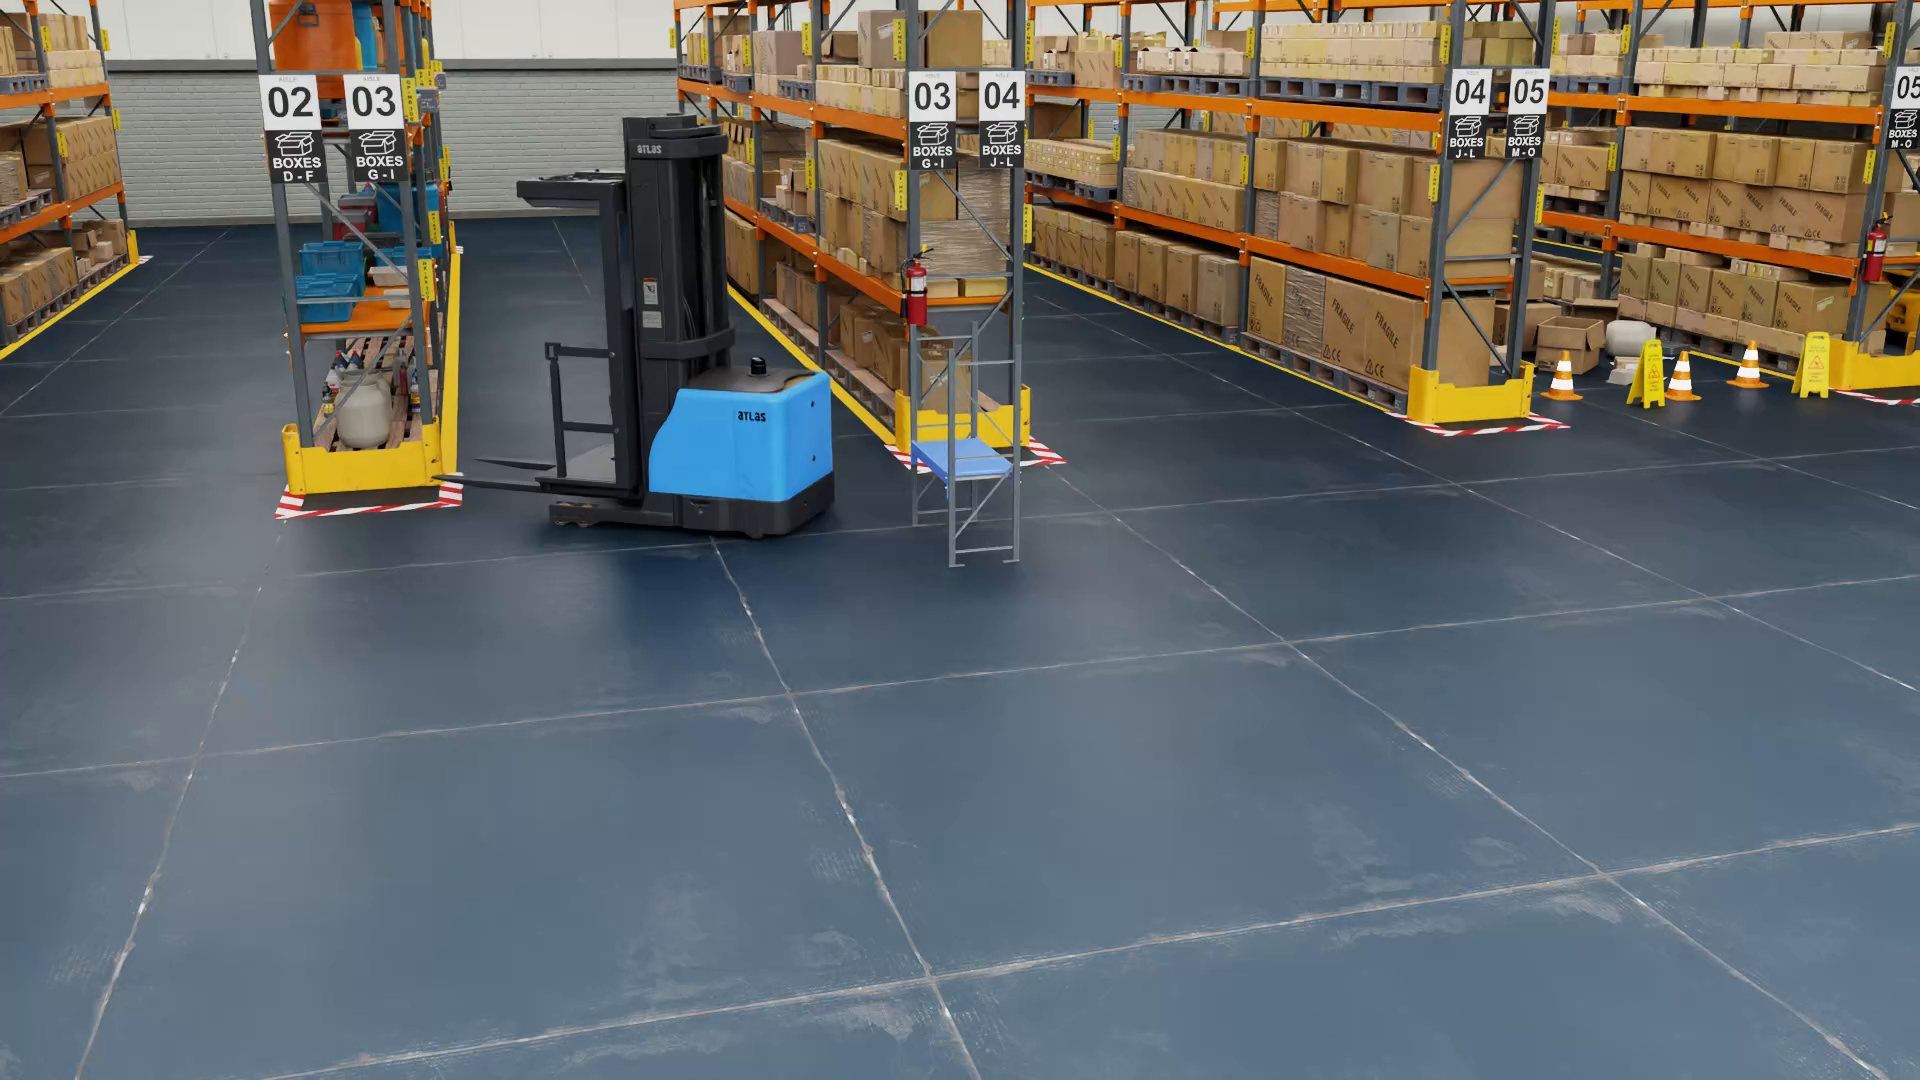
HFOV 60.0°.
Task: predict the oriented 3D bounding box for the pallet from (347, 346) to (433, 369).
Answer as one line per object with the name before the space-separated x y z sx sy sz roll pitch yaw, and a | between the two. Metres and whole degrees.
pallet | -6.069 -1.850 17.744 1.003 0.211 1.213 -5 17 -15

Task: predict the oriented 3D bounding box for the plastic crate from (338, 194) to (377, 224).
plastic crate | -6.765 -3.637 18.736 0.402 0.464 0.583 -5 17 -15

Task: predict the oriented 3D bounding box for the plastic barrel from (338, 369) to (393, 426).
plastic barrel | -5.109 -1.189 14.291 0.421 0.512 0.421 0 17 0

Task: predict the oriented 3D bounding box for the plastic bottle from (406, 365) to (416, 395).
plastic bottle | -5.180 -1.535 15.816 0.152 0.276 0.135 -4 17 -14

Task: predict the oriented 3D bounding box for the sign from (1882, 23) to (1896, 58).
sign | 9.035 -4.862 16.172 0.100 0.325 0.005 -5 17 -15

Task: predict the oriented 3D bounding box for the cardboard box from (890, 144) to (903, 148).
cardboard box | -0.390 -3.653 16.470 0.500 0.500 0.500 -5 17 -15

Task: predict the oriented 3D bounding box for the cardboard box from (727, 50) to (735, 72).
cardboard box | -3.037 -6.860 23.787 0.500 0.311 0.500 -5 18 -17

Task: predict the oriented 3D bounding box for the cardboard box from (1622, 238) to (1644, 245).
cardboard box | 11.389 -5.176 27.585 0.500 0.500 0.500 -5 18 -17

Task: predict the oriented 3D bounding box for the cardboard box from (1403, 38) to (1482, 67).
cardboard box | 4.439 -4.490 15.312 0.500 0.250 0.500 -4 17 -15

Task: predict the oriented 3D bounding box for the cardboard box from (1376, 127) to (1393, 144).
cardboard box | 6.703 -6.181 25.404 0.500 0.500 0.500 -5 17 -15

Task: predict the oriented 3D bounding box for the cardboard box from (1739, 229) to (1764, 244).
cardboard box | 8.847 -3.354 18.342 0.380 0.149 0.250 -5 17 -16

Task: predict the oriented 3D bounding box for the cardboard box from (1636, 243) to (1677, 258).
cardboard box | 8.354 -3.477 19.930 0.380 0.149 0.250 -4 17 -14

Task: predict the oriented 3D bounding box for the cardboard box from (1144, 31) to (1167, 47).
cardboard box | 2.656 -6.961 23.193 0.396 0.266 0.258 -5 17 -15

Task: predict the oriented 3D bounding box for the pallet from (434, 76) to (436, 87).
pallet | -7.032 -5.643 20.639 1.003 0.211 1.213 -5 17 -15

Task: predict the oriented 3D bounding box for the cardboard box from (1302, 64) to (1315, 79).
cardboard box | 3.798 -4.884 17.315 0.380 0.149 0.250 -5 17 -16

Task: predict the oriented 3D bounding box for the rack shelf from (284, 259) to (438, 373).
rack shelf | -5.266 -2.074 14.892 1.077 0.370 4.000 -5 17 -15

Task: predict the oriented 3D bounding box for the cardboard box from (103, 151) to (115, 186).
cardboard box | -13.347 -5.702 25.548 0.500 0.500 0.500 -5 17 -15

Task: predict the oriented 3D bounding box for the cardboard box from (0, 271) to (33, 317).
cardboard box | -11.679 -2.994 20.284 0.500 0.500 0.500 -5 18 -17

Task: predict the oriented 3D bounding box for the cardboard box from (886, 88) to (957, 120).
cardboard box | -0.331 -3.735 14.217 0.500 0.250 0.500 -4 17 -14

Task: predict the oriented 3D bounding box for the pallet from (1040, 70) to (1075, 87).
pallet | 1.900 -6.821 24.557 1.213 0.211 1.003 -5 17 -15

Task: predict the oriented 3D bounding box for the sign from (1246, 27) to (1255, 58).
sign | 3.224 -5.516 18.443 0.100 0.325 0.005 -5 17 -15

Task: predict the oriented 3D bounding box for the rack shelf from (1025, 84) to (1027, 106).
rack shelf | 0.995 -7.585 28.026 1.077 0.370 4.000 -5 17 -15

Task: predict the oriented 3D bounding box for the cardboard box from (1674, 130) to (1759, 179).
cardboard box | 8.618 -4.393 18.933 0.700 0.500 0.500 -5 17 -16

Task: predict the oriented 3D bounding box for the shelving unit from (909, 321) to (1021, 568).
shelving unit | 0.023 -0.695 11.658 0.538 1.500 1.048 -5 17 -15

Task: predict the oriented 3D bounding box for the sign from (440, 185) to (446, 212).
sign | -6.388 -4.201 20.441 0.100 0.325 0.005 -5 17 -15

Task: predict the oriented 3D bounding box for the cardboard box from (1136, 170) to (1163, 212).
cardboard box | 2.650 -4.595 21.863 0.500 0.500 0.500 -5 17 -16

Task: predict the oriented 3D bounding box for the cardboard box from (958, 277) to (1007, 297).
cardboard box | 0.196 -2.234 14.611 0.380 0.149 0.250 -5 17 -15

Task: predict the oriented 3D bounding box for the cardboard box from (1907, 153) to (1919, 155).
cardboard box | 13.175 -5.229 22.845 0.380 0.149 0.250 -5 17 -16

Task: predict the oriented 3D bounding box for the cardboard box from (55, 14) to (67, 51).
cardboard box | -13.093 -7.176 23.501 0.700 0.500 0.500 -5 17 -15

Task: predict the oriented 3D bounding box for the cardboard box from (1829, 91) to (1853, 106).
cardboard box | 9.107 -4.499 16.938 0.380 0.149 0.250 -5 17 -15

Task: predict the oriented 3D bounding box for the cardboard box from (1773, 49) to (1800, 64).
cardboard box | 8.948 -5.169 17.782 0.380 0.149 0.250 -5 17 -17

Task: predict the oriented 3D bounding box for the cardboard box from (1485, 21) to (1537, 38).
cardboard box | 5.057 -4.685 15.269 0.380 0.149 0.250 -5 17 -15

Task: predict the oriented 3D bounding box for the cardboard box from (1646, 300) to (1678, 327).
cardboard box | 8.535 -2.699 19.774 0.500 0.250 0.500 -4 17 -12

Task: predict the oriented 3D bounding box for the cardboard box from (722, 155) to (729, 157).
cardboard box | -3.366 -5.477 24.797 0.500 0.500 0.500 -5 17 -15

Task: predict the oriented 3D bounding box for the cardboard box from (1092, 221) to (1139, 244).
cardboard box | 2.204 -4.365 23.581 0.500 0.250 0.500 -5 17 -17

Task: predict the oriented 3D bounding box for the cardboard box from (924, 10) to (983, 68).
cardboard box | -0.103 -4.555 15.128 0.500 0.500 0.500 -5 17 -15

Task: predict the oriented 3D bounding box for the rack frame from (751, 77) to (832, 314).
rack frame | -2.153 -4.469 21.617 1.000 3.000 0.127 -5 17 -15

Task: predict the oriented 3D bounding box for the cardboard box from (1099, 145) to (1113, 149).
cardboard box | 2.275 -5.775 24.637 0.380 0.149 0.250 -5 17 -16

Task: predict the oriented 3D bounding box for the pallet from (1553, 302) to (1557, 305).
pallet | 7.920 -3.364 22.785 1.003 0.211 1.213 -5 17 -15

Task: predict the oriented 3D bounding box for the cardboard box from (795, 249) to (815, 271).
cardboard box | -1.785 -3.513 20.710 0.500 0.250 0.500 -3 17 -9

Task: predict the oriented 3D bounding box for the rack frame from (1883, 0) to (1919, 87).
rack frame | 9.574 -5.913 15.995 1.000 3.000 0.127 -5 17 -15

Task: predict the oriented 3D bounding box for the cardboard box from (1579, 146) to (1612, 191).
cardboard box | 8.127 -4.648 20.789 0.500 0.500 0.500 -5 17 -16

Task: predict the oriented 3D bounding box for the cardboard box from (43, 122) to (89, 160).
cardboard box | -12.920 -5.758 23.995 0.500 0.500 0.500 -5 17 -17

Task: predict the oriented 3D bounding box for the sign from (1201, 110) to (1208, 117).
sign | 5.554 -9.598 37.254 0.339 0.242 0.001 -5 17 -15

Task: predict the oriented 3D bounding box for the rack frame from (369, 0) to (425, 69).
rack frame | -6.915 -6.951 19.450 1.000 3.000 0.127 -5 17 -15

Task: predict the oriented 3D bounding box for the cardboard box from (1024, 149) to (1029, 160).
cardboard box | 1.210 -6.018 25.962 0.380 0.149 0.250 -4 17 -14

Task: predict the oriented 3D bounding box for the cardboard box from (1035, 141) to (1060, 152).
cardboard box | 1.361 -6.013 25.427 0.380 0.149 0.250 -5 17 -15

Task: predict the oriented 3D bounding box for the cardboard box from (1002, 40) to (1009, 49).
cardboard box | 0.901 -8.088 27.147 0.380 0.149 0.250 -5 18 -17

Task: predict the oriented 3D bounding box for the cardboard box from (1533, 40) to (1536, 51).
cardboard box | 10.530 -8.760 29.560 0.500 0.250 0.500 -5 17 -16

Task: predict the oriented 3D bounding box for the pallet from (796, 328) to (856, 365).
pallet | -1.269 -2.243 19.051 1.003 0.211 1.213 -5 17 -15

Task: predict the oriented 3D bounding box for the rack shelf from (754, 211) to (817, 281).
rack shelf | -1.603 -3.572 19.879 1.077 0.370 4.000 -5 17 -15

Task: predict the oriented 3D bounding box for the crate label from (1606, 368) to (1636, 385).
crate label | 6.966 -1.717 17.429 0.298 0.136 0.250 16 23 42

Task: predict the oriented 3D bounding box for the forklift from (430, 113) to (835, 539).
forklift | -2.530 -1.636 12.304 3.031 2.935 1.130 5 17 16

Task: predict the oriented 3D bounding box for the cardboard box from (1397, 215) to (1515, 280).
cardboard box | 4.697 -2.792 15.771 0.875 0.550 0.550 -5 17 -15
